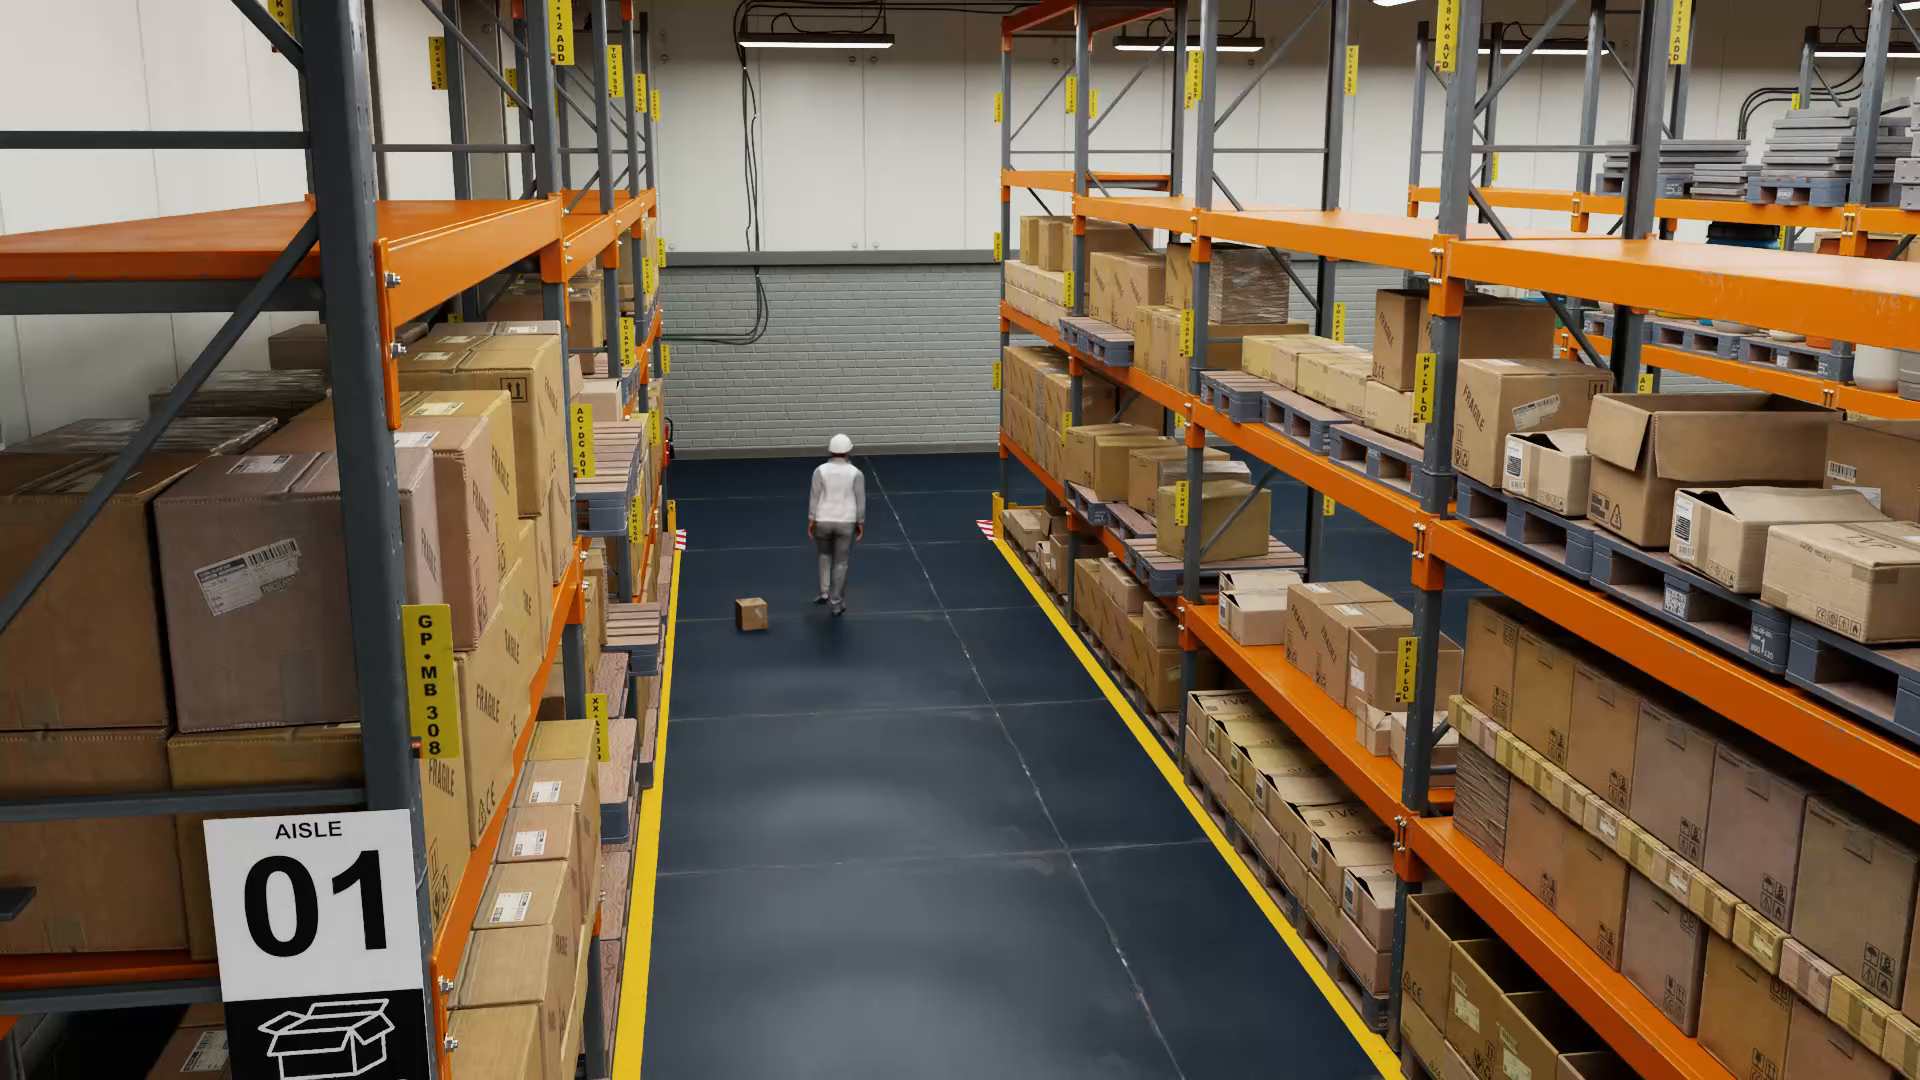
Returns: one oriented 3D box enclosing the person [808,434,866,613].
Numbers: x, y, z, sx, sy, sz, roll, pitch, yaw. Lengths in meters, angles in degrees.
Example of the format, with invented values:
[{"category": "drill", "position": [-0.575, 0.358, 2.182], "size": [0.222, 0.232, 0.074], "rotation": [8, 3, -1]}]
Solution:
[{"category": "person", "position": [-1.222, -0.173, 16.593], "size": [0.564, 1.756, 0.535], "rotation": [1, 13, 5]}]
